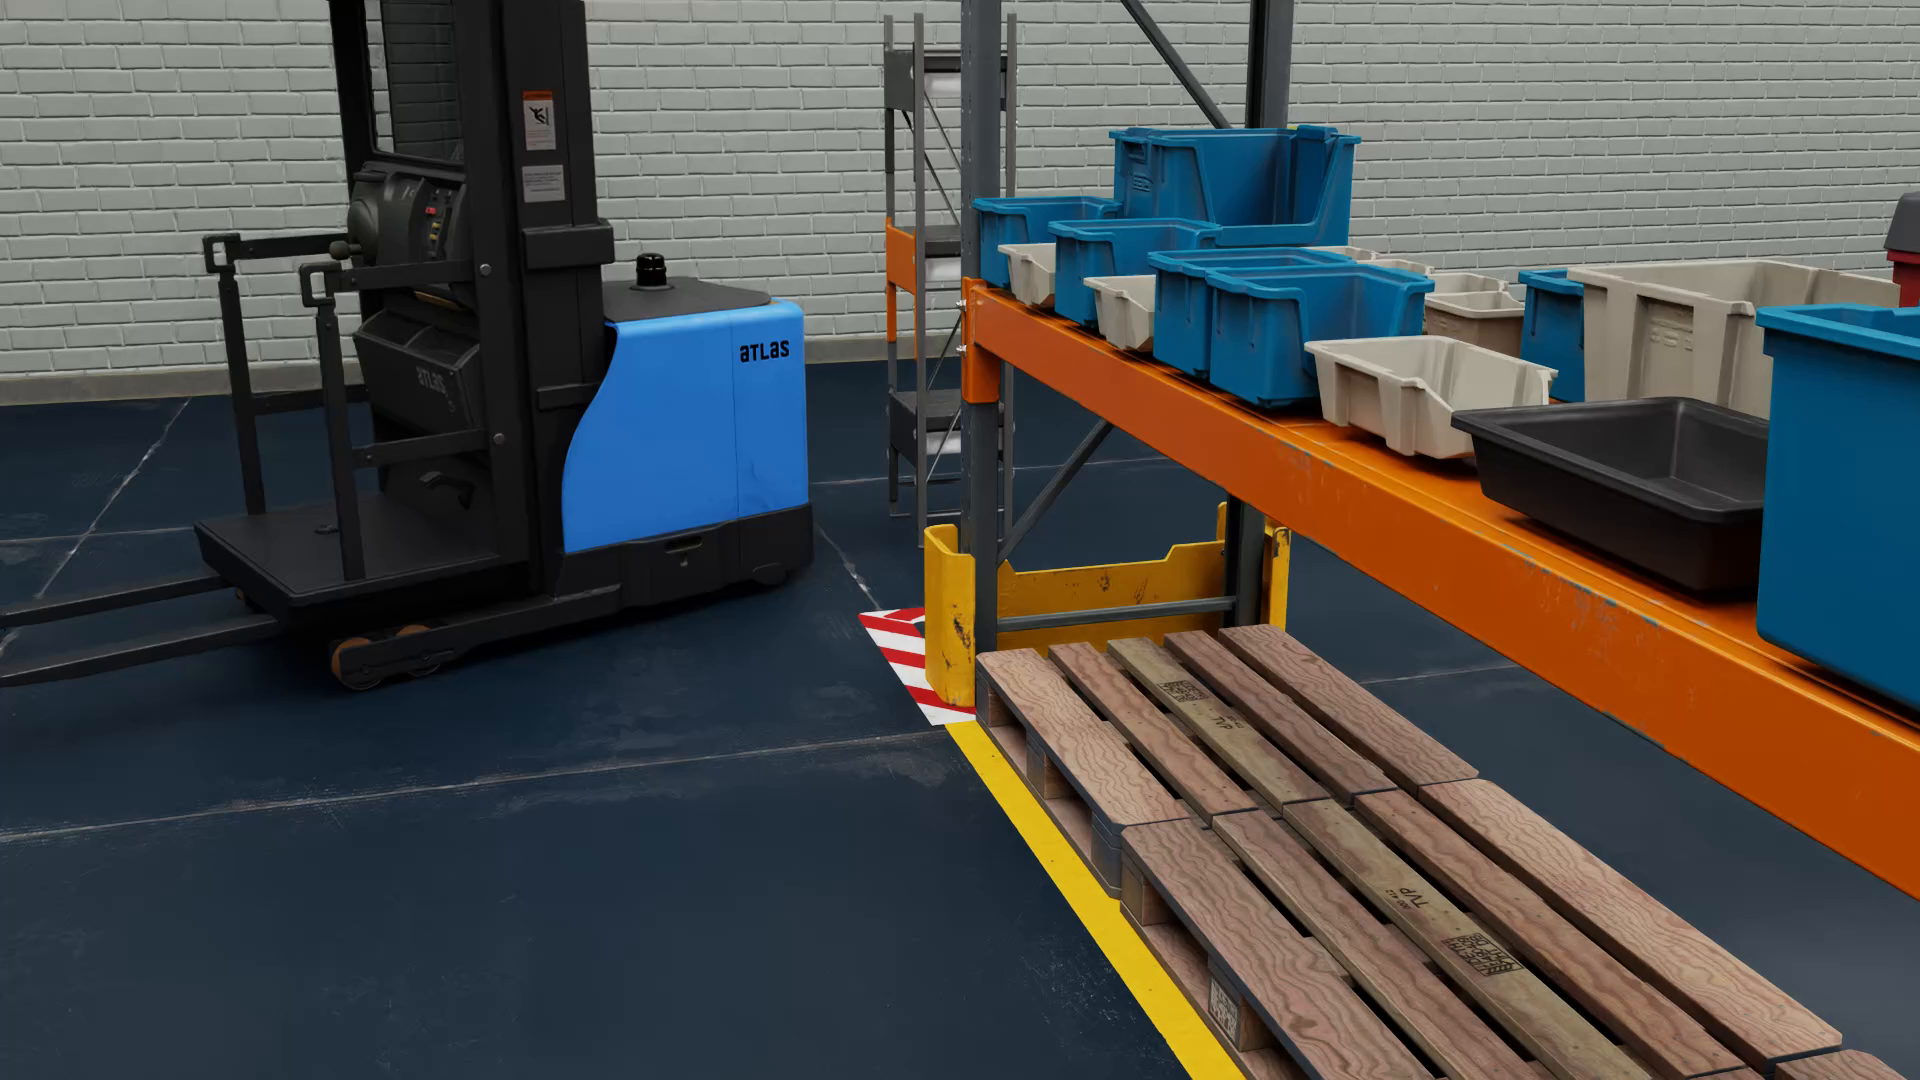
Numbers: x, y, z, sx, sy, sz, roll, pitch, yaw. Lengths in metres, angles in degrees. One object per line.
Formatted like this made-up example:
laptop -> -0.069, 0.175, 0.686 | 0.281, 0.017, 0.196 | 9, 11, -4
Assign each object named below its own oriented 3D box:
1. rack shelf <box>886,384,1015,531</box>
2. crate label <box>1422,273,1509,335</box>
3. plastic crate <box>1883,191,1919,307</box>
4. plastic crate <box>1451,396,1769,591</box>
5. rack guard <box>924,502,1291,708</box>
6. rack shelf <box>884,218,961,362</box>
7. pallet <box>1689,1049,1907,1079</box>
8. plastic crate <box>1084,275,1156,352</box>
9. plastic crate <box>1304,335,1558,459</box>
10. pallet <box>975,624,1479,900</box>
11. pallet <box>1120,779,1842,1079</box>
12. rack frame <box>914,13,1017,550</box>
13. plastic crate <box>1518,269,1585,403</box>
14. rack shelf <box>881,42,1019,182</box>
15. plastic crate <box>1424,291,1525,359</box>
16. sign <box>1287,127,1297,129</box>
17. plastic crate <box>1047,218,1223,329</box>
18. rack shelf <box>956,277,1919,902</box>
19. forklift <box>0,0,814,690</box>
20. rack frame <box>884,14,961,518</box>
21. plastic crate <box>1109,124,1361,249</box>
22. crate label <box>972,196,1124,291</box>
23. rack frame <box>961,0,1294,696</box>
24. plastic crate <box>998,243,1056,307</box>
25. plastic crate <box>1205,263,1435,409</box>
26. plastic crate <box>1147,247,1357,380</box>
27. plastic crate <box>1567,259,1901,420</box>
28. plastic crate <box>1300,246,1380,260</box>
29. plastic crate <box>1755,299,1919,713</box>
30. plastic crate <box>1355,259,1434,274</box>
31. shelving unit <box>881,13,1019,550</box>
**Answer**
rack shelf -> -0.045, -0.368, 7.008 | 0.431, 0.518, 0.480 | -5, 17, -15
crate label -> 1.063, -0.529, 3.854 | 0.396, 0.136, 0.243 | -5, 17, -15
plastic crate -> 1.594, -0.214, 2.236 | 0.402, 0.464, 0.583 | -5, 17, -15
plastic crate -> 1.032, -0.073, 2.357 | 0.437, 0.125, 0.590 | -5, 17, -15
rack guard -> 0.480, 0.197, 5.427 | 1.175, 0.500, 0.348 | -5, 17, -15
rack shelf -> -0.045, -1.038, 6.806 | 0.431, 0.518, 0.480 | -5, 17, -15
pallet -> 1.359, 1.247, 2.434 | 1.003, 0.211, 1.213 | -5, 17, -15
plastic crate -> 0.445, -0.520, 3.823 | 0.250, 0.136, 0.298 | -5, 17, -15
plastic crate -> 0.831, -0.248, 2.919 | 0.293, 0.136, 0.466 | -5, 17, -15
pallet -> 0.688, 0.572, 4.681 | 1.003, 0.211, 1.213 | -5, 17, -15
pallet -> 1.020, 0.909, 3.559 | 1.003, 0.211, 1.213 | -5, 17, -15
rack frame -> 0.022, -0.984, 6.578 | 0.400, 2.100, 0.015 | -5, 17, -15
plastic crate -> 1.310, -0.395, 3.241 | 0.416, 0.233, 0.300 | -5, 17, -15
rack shelf -> -0.045, -1.709, 6.605 | 0.431, 0.518, 0.480 | -5, 17, -15
plastic crate -> 1.162, -0.449, 3.587 | 0.298, 0.136, 0.250 | -5, 17, -15
sign -> 1.023, -1.121, 5.185 | 0.100, 0.325, 0.005 | -5, 17, -15
plastic crate -> 0.431, -0.667, 4.144 | 0.416, 0.233, 0.300 | -5, 17, -15
rack shelf -> 1.048, -0.097, 3.311 | 1.077, 0.370, 4.000 | -5, 17, -15
forklift -> -2.028, -1.092, 5.491 | 3.031, 2.935, 1.130 | -13, 21, -37
rack frame -> -0.113, -1.119, 7.027 | 0.400, 2.100, 0.015 | -5, 17, -15
plastic crate -> 0.770, -0.962, 4.776 | 0.616, 0.435, 0.499 | -5, 17, -15
crate label -> 0.250, -0.849, 4.750 | 0.416, 0.233, 0.303 | -5, 17, -15
rack frame -> 0.499, -0.995, 5.049 | 1.000, 3.000, 0.127 | -5, 17, -15
plastic crate -> 0.259, -0.707, 4.447 | 0.250, 0.136, 0.298 | -5, 17, -15
plastic crate -> 0.694, -0.402, 3.262 | 0.416, 0.233, 0.300 | -5, 17, -15
plastic crate -> 0.612, -0.485, 3.538 | 0.416, 0.233, 0.300 | -5, 17, -15
plastic crate -> 1.356, -0.297, 2.829 | 0.437, 0.282, 0.530 | -5, 17, -15
plastic crate -> 0.897, -0.686, 4.375 | 0.396, 0.136, 0.243 | -5, 17, -15
plastic crate -> 1.142, -0.011, 1.699 | 0.392, 0.384, 0.575 | -5, 17, -15
plastic crate -> 0.963, -0.604, 4.104 | 0.396, 0.136, 0.243 | -5, 17, -15
shelving unit -> -0.045, -1.051, 6.802 | 0.431, 2.100, 0.503 | -5, 17, -15
